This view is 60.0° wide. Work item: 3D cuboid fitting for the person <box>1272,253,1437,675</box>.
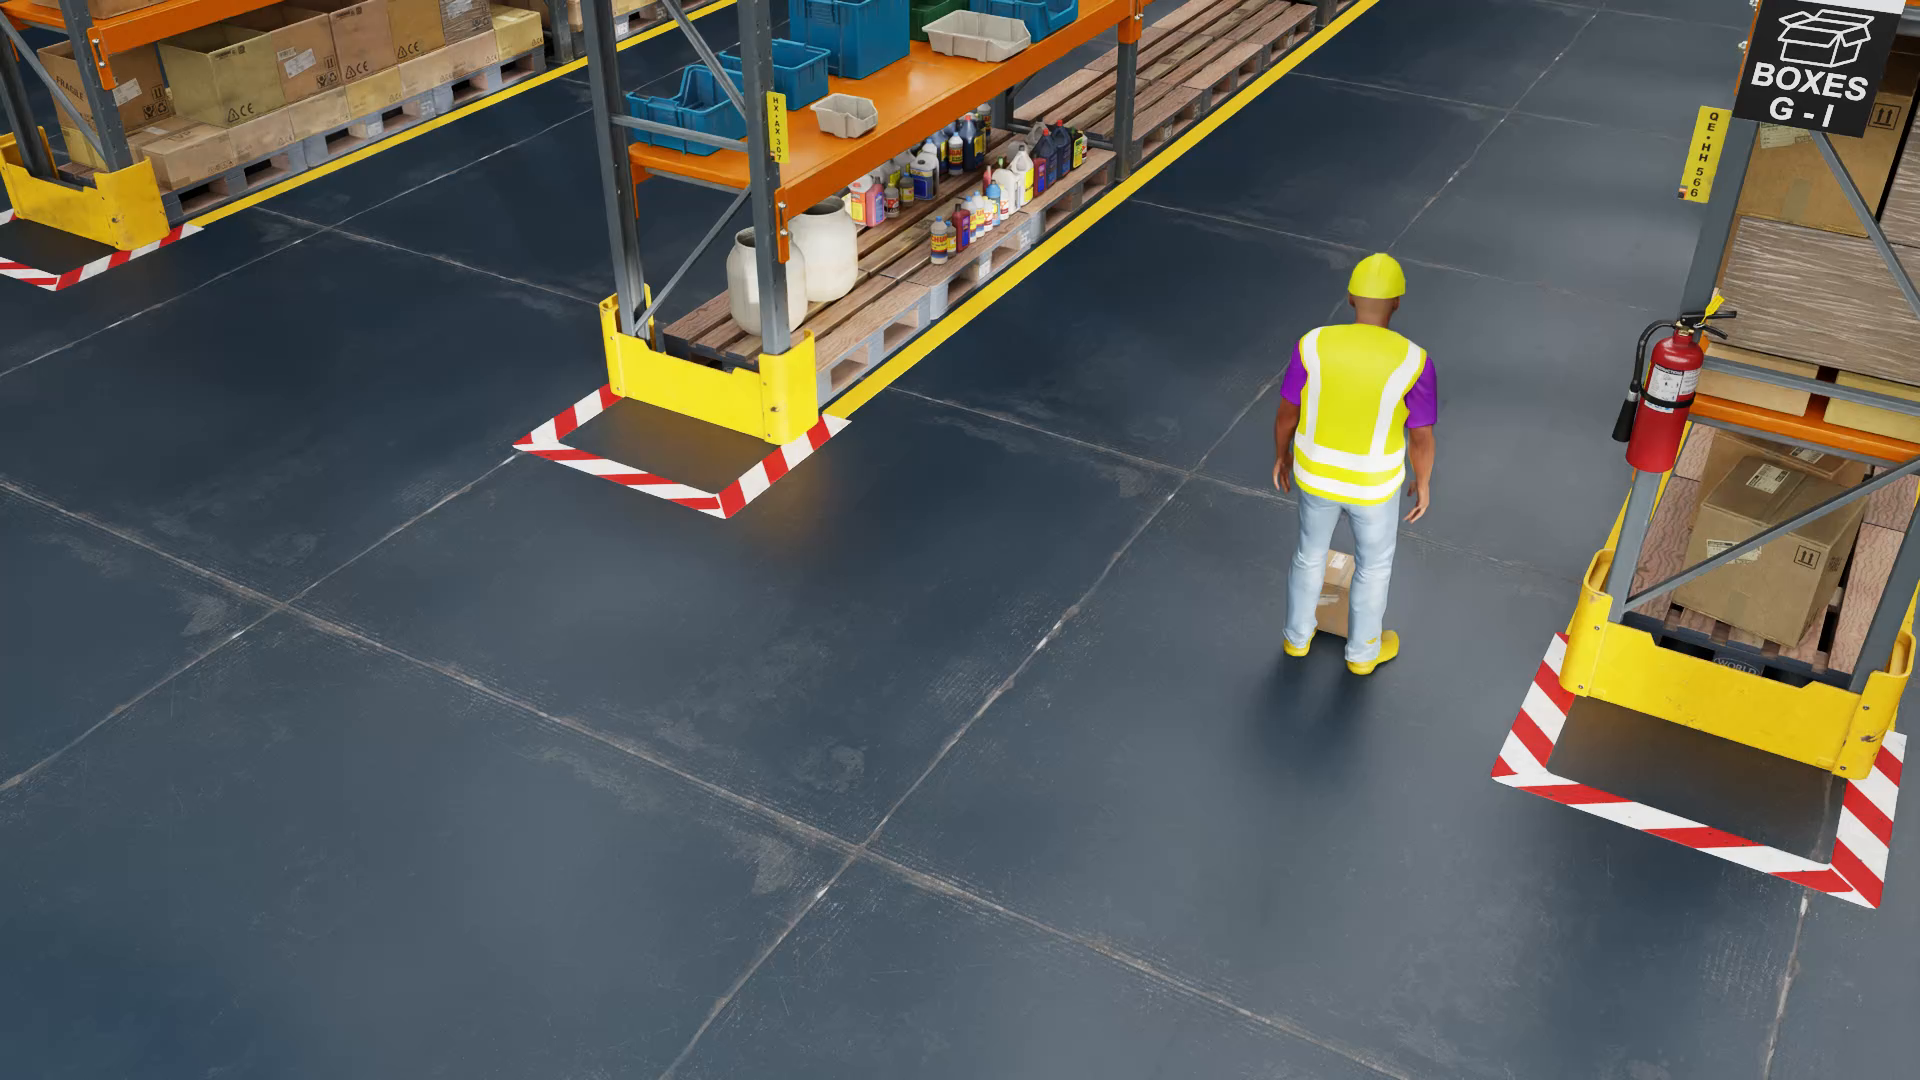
[{"bbox_3d":[1.540,-0.277,6.539,0.626,1.759,0.463,16,37,22],"label":"person"}]
